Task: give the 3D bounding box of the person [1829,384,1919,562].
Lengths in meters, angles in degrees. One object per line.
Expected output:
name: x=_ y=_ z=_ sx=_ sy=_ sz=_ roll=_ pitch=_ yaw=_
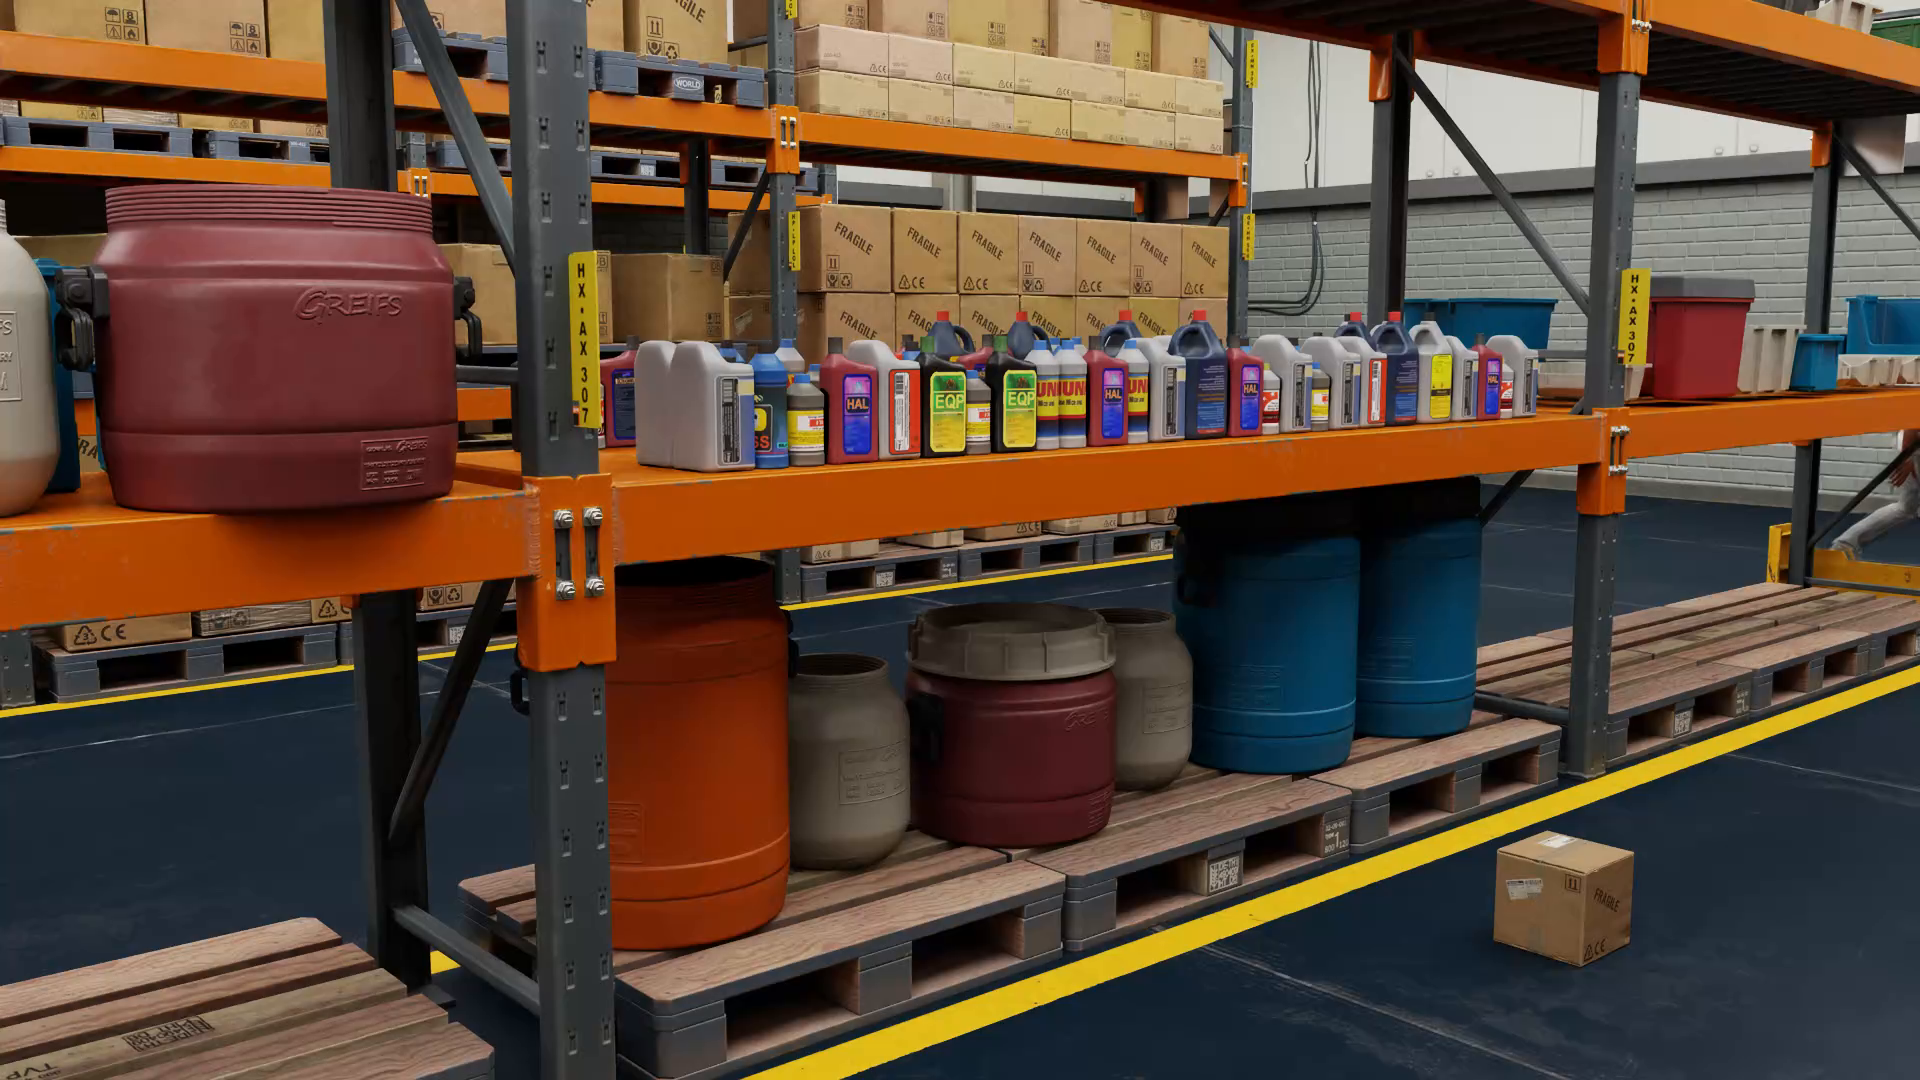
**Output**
person: x=5.710 y=-0.539 z=9.919 sx=0.930 sy=1.741 sz=0.628 roll=5 pitch=9 yaw=35
